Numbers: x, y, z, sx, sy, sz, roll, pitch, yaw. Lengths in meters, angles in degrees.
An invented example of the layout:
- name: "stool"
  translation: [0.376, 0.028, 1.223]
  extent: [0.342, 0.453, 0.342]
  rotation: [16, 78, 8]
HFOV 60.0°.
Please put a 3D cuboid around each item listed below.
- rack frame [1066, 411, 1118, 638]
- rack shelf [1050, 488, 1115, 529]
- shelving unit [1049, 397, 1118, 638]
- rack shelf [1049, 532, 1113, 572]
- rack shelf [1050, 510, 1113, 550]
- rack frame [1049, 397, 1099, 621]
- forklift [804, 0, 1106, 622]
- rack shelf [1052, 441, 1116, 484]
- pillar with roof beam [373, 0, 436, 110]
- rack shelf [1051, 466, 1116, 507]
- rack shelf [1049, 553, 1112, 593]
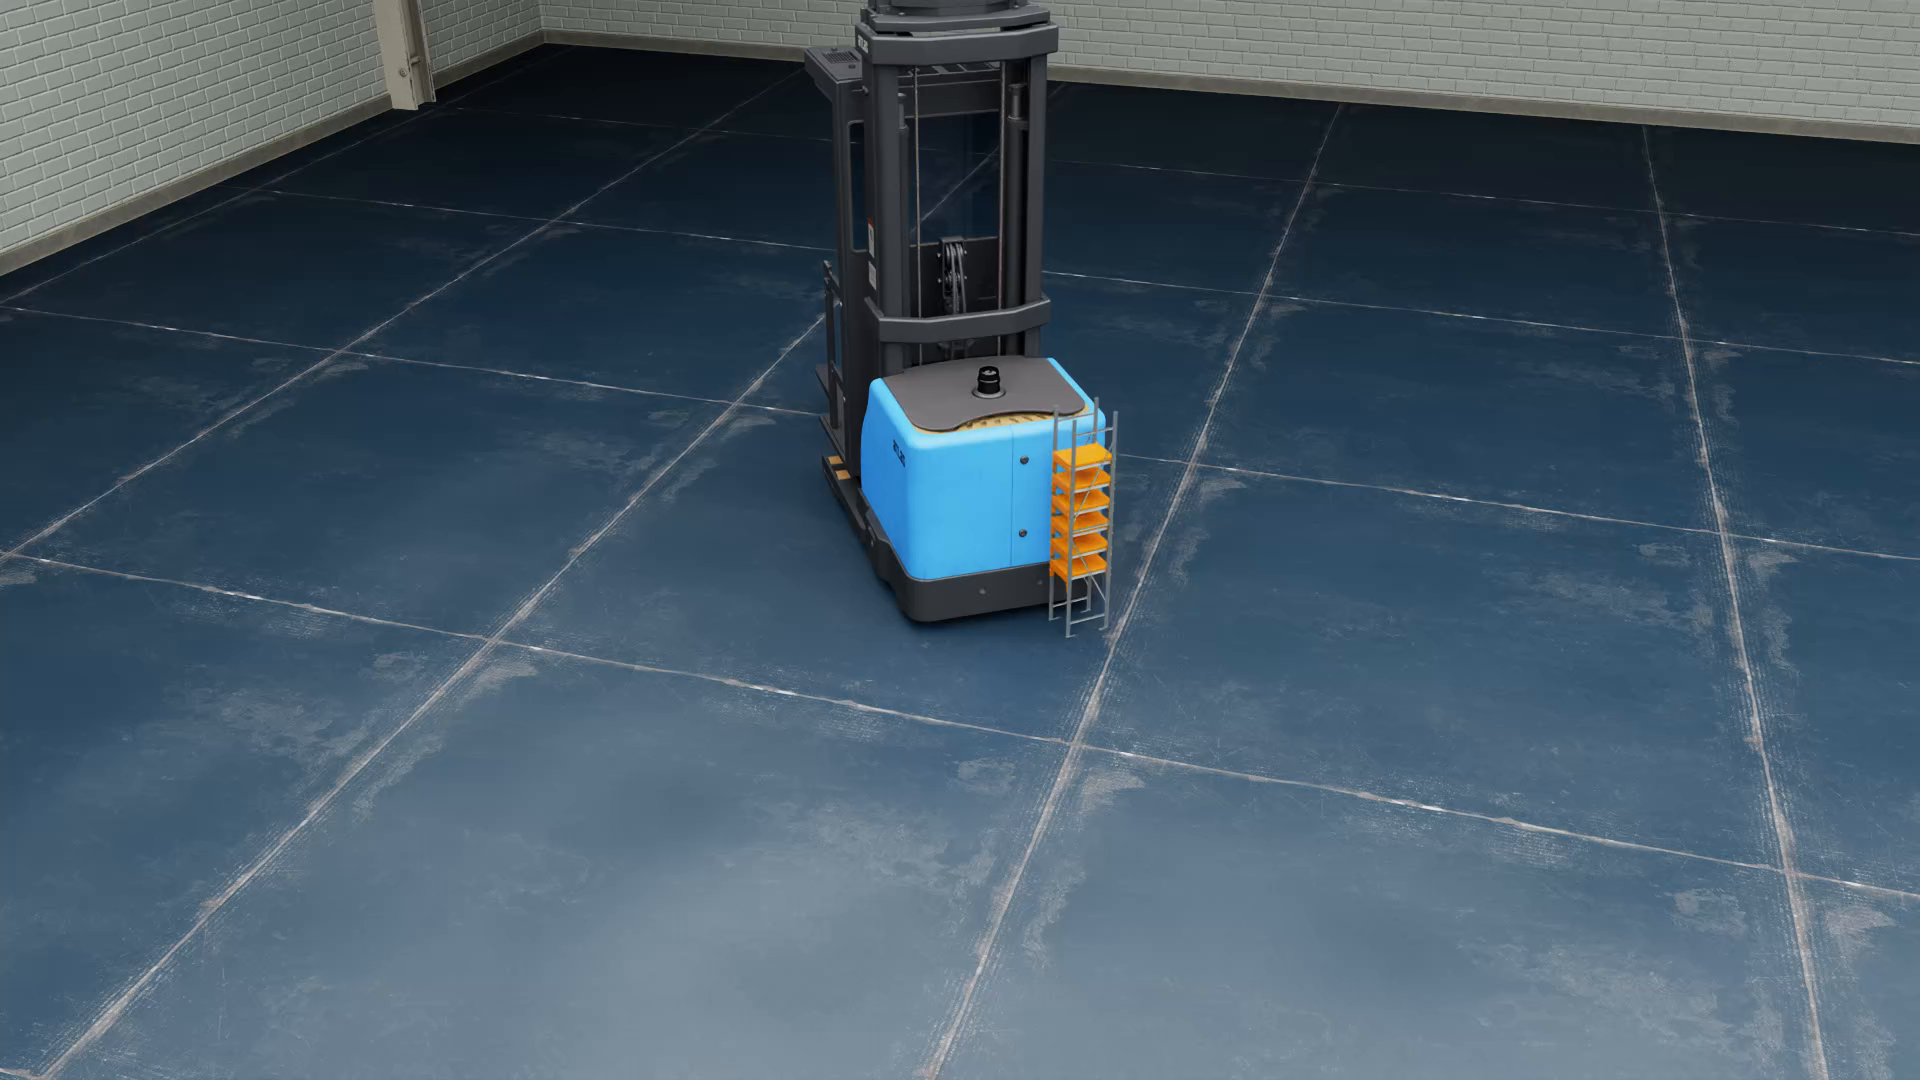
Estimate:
- name: "rack frame"
  translation: [0.639, -0.058, 8.117]
  extent: [0.240, 1.200, 0.006]
  rotation: [-13, 31, -22]
- name: "rack shelf"
  translation: [0.600, -0.164, 8.154]
  extent: [0.258, 0.103, 0.180]
  rotation: [-13, 31, -22]
- name: "shelving unit"
  translation: [0.600, -0.098, 8.190]
  extent: [0.258, 1.200, 0.189]
  rotation: [-13, 31, -22]
- name: "rack shelf"
  translation: [0.601, 0.047, 8.269]
  extent: [0.258, 0.103, 0.180]
  rotation: [-13, 31, -22]
- name: "rack shelf"
  translation: [0.600, -0.059, 8.211]
  extent: [0.258, 0.103, 0.180]
  rotation: [-13, 31, -22]
- name: "rack frame"
  translation: [0.561, -0.137, 8.263]
  extent: [0.240, 1.200, 0.006]
  rotation: [-13, 31, -22]
- name: "forklift"
  translation: [-0.182, -1.571, 9.059]
  extent: [1.130, 2.935, 3.031]
  rotation: [-8, 30, -15]
- name: "rack shelf"
  translation: [0.599, -0.375, 8.039]
  extent: [0.258, 0.103, 0.180]
  rotation: [-13, 31, -22]
- name: "pillar with roof beam"
  translation: [-1.632, -7.899, 14.192]
  extent: [9.100, 9.000, 0.400]
  rotation: [8, 30, 15]
- name: "rack shelf"
  translation: [0.599, -0.270, 8.096]
  extent: [0.258, 0.103, 0.180]
  rotation: [-13, 31, -22]
- name: "rack shelf"
  translation: [0.601, 0.152, 8.326]
  extent: [0.258, 0.103, 0.180]
  rotation: [-13, 31, -22]
